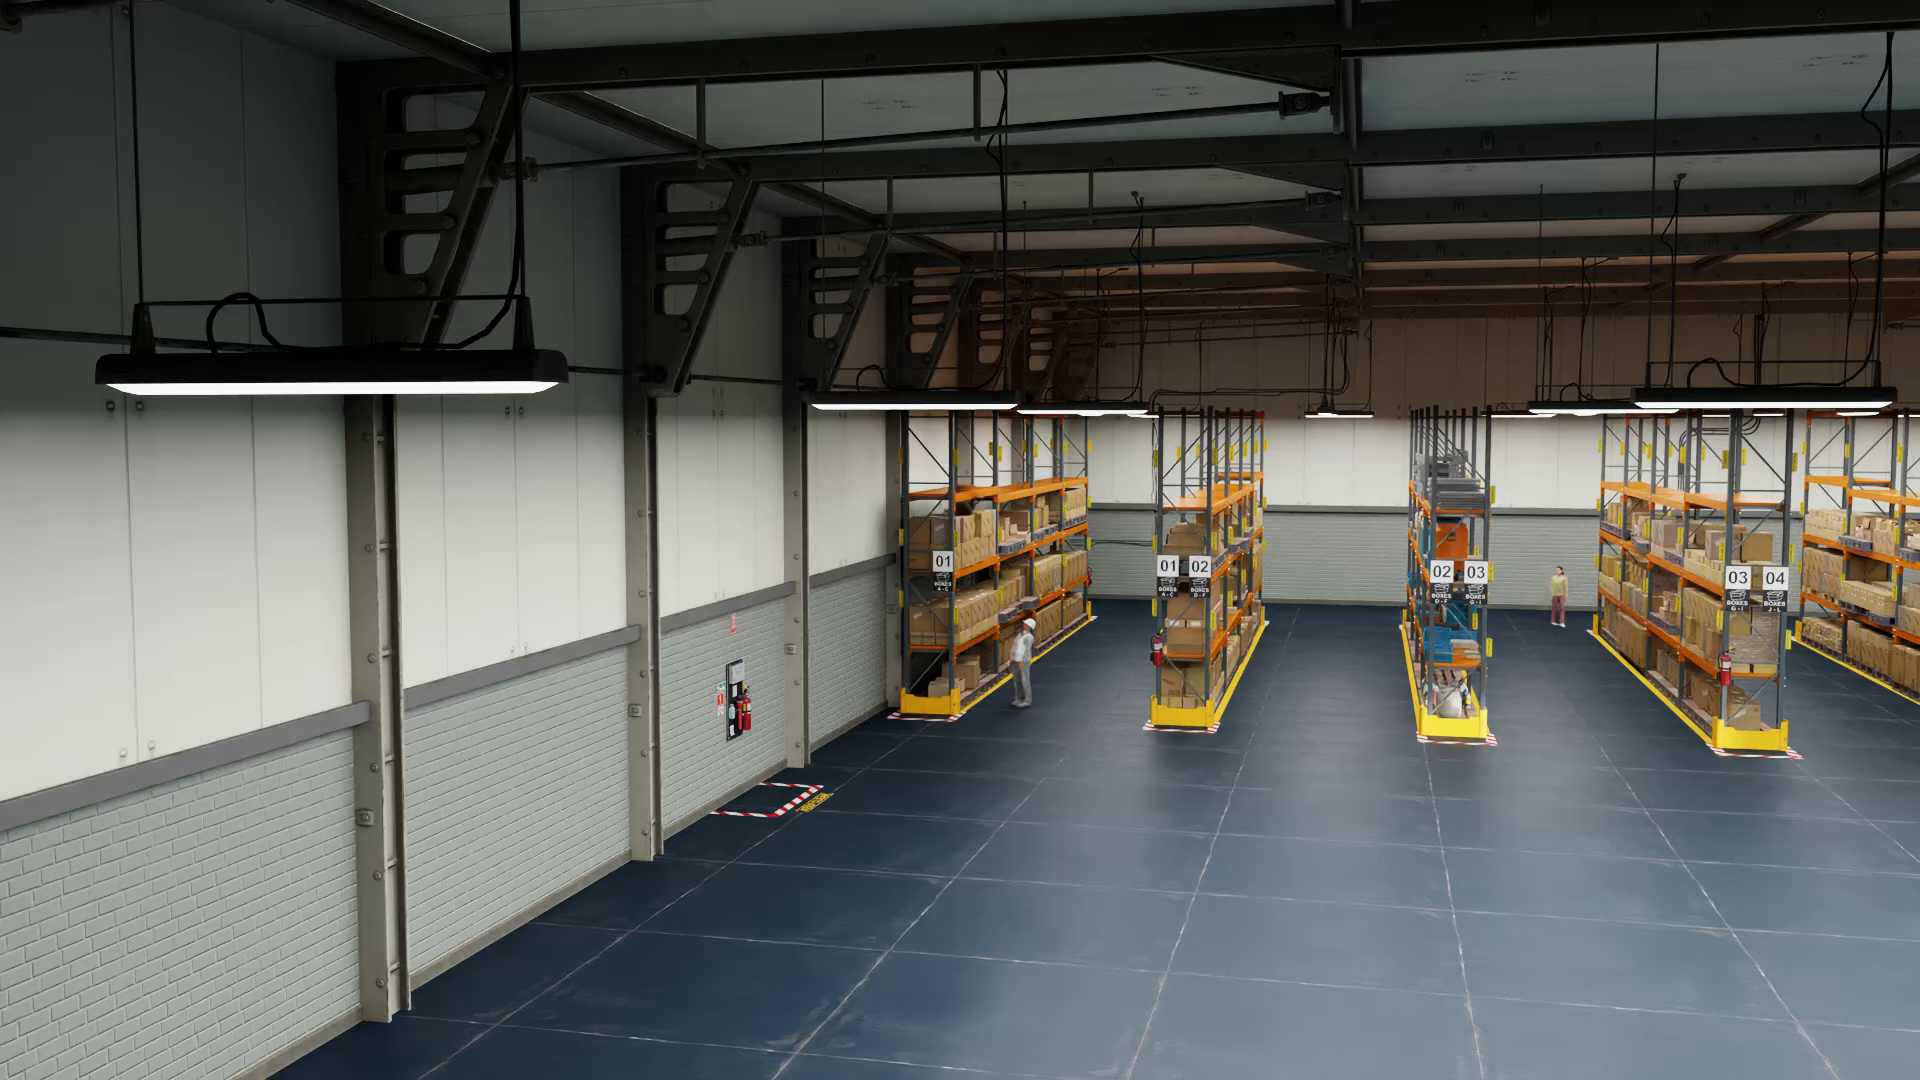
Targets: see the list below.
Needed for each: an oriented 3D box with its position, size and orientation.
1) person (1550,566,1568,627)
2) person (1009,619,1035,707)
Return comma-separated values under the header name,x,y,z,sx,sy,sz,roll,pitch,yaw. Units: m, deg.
name,x,y,z,sx,sy,sz,roll,pitch,yaw
person,16.725,1.575,46.395,0.455,1.690,0.516,1,4,8
person,1.236,2.453,33.443,0.525,1.743,0.570,-3,5,-38
